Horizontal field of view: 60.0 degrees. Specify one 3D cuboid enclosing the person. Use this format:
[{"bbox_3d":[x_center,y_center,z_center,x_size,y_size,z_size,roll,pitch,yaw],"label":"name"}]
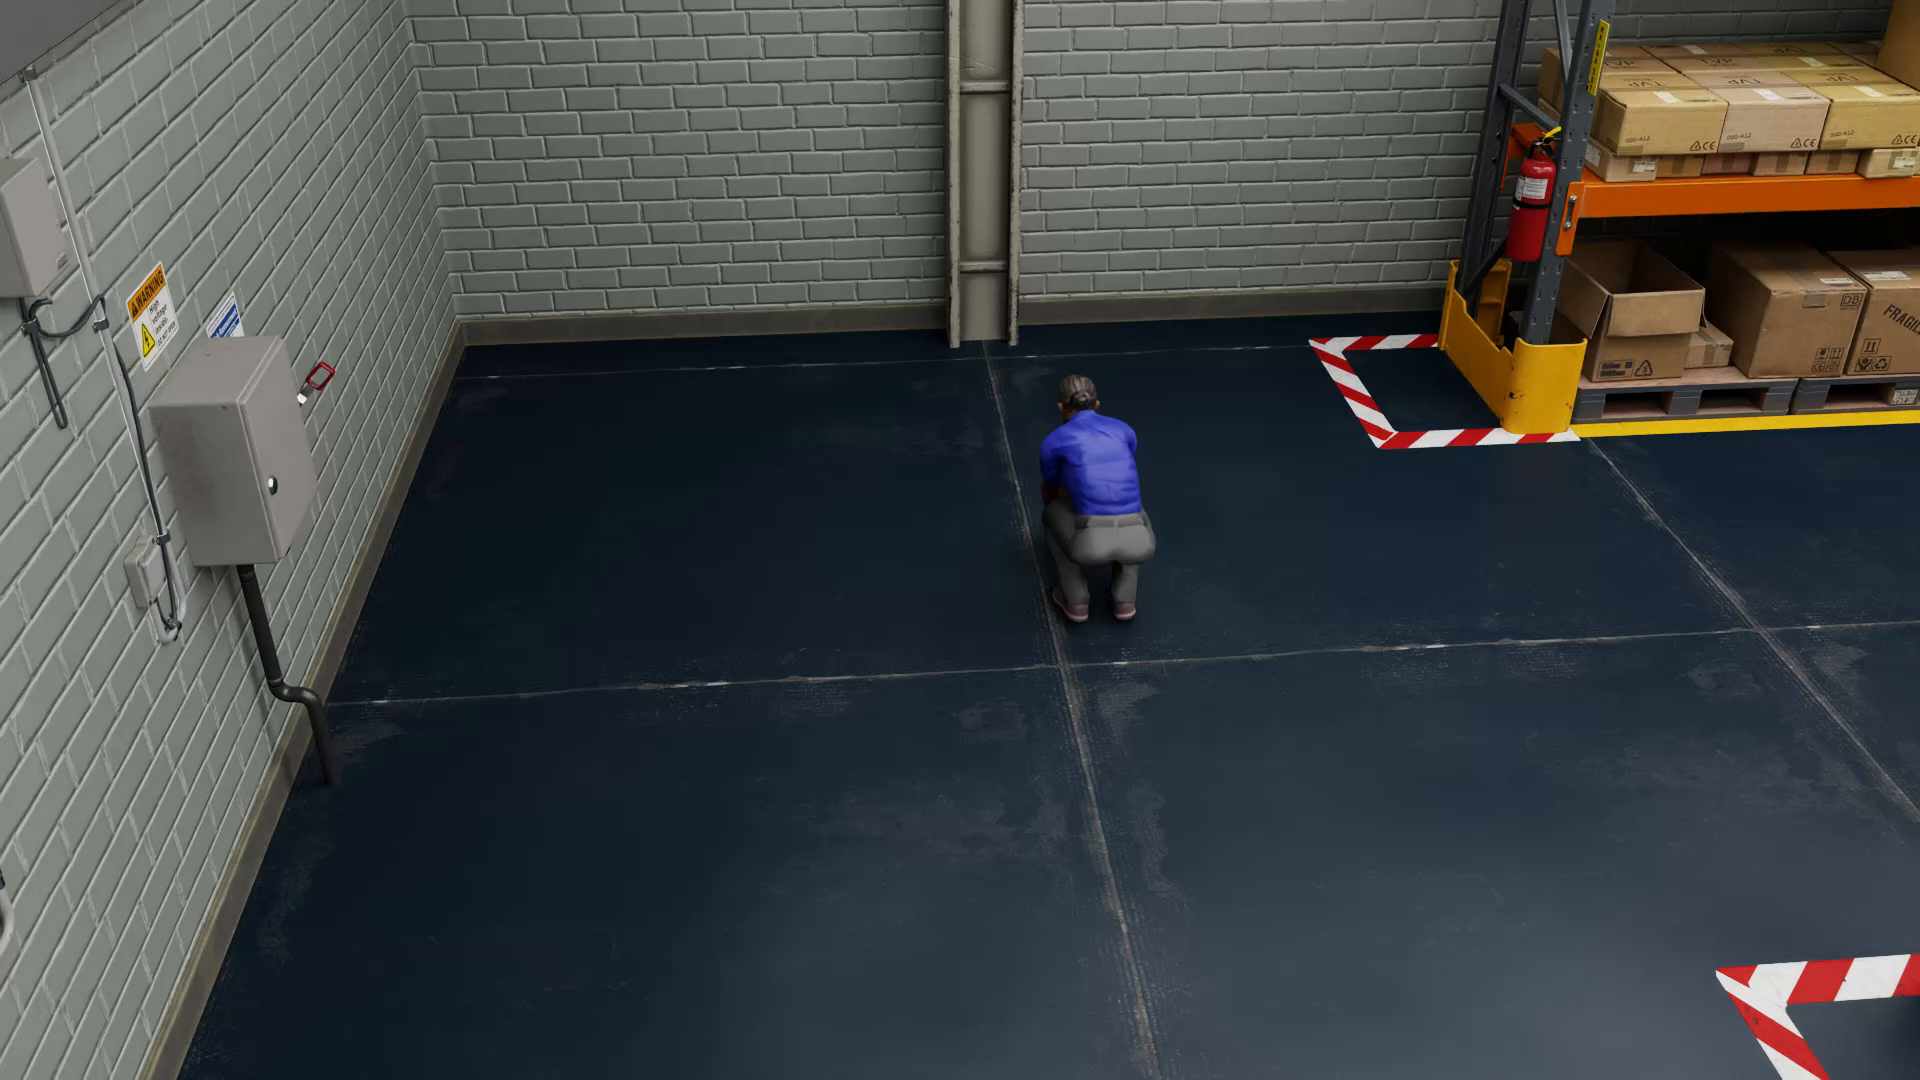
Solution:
[{"bbox_3d":[0.572,-0.160,7.090,0.458,0.960,0.813,-3,31,-6],"label":"person"}]
